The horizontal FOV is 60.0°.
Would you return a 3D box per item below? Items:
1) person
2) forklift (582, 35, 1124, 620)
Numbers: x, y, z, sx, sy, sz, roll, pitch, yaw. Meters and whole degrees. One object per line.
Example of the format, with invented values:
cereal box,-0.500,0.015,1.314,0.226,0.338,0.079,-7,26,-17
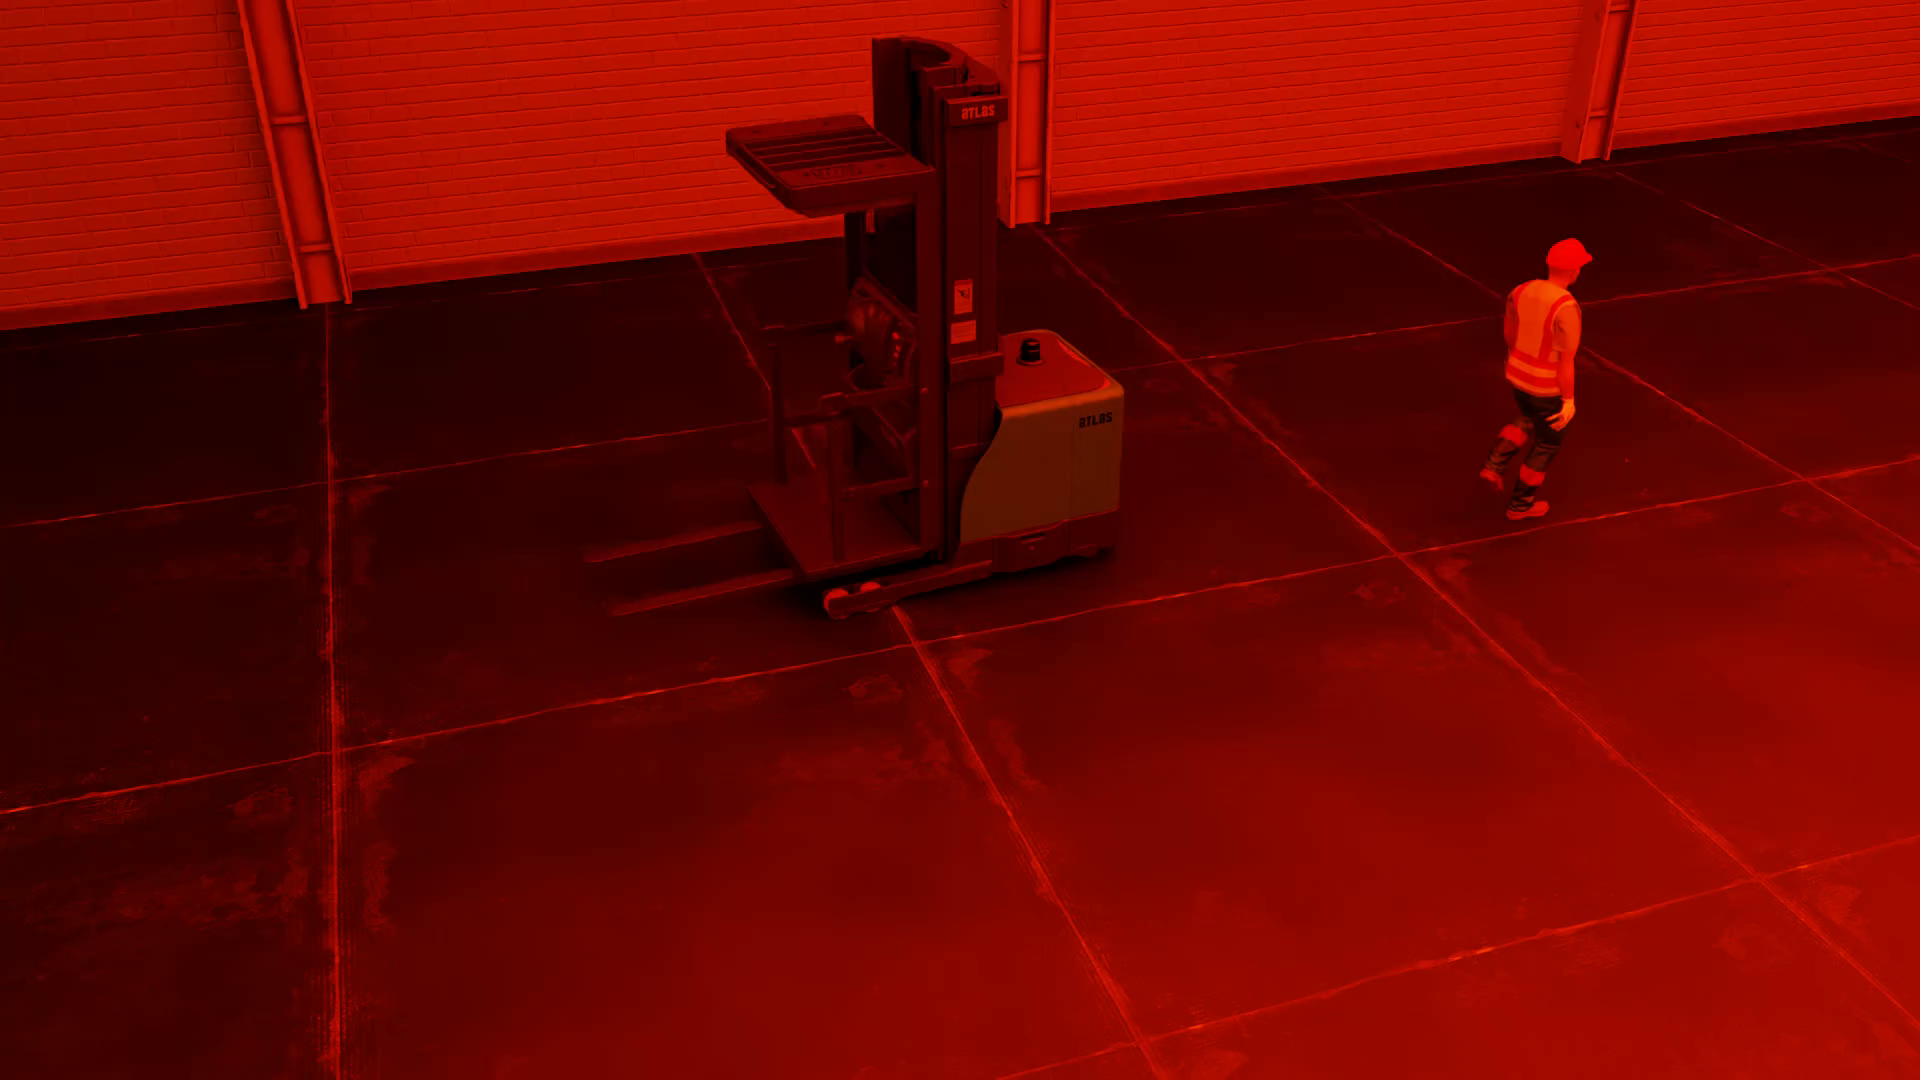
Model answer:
person,3.483,-0.959,9.923,0.468,1.767,0.719,-14,33,-23
forklift,-0.617,-1.127,9.045,3.031,2.935,1.130,-12,32,-20
